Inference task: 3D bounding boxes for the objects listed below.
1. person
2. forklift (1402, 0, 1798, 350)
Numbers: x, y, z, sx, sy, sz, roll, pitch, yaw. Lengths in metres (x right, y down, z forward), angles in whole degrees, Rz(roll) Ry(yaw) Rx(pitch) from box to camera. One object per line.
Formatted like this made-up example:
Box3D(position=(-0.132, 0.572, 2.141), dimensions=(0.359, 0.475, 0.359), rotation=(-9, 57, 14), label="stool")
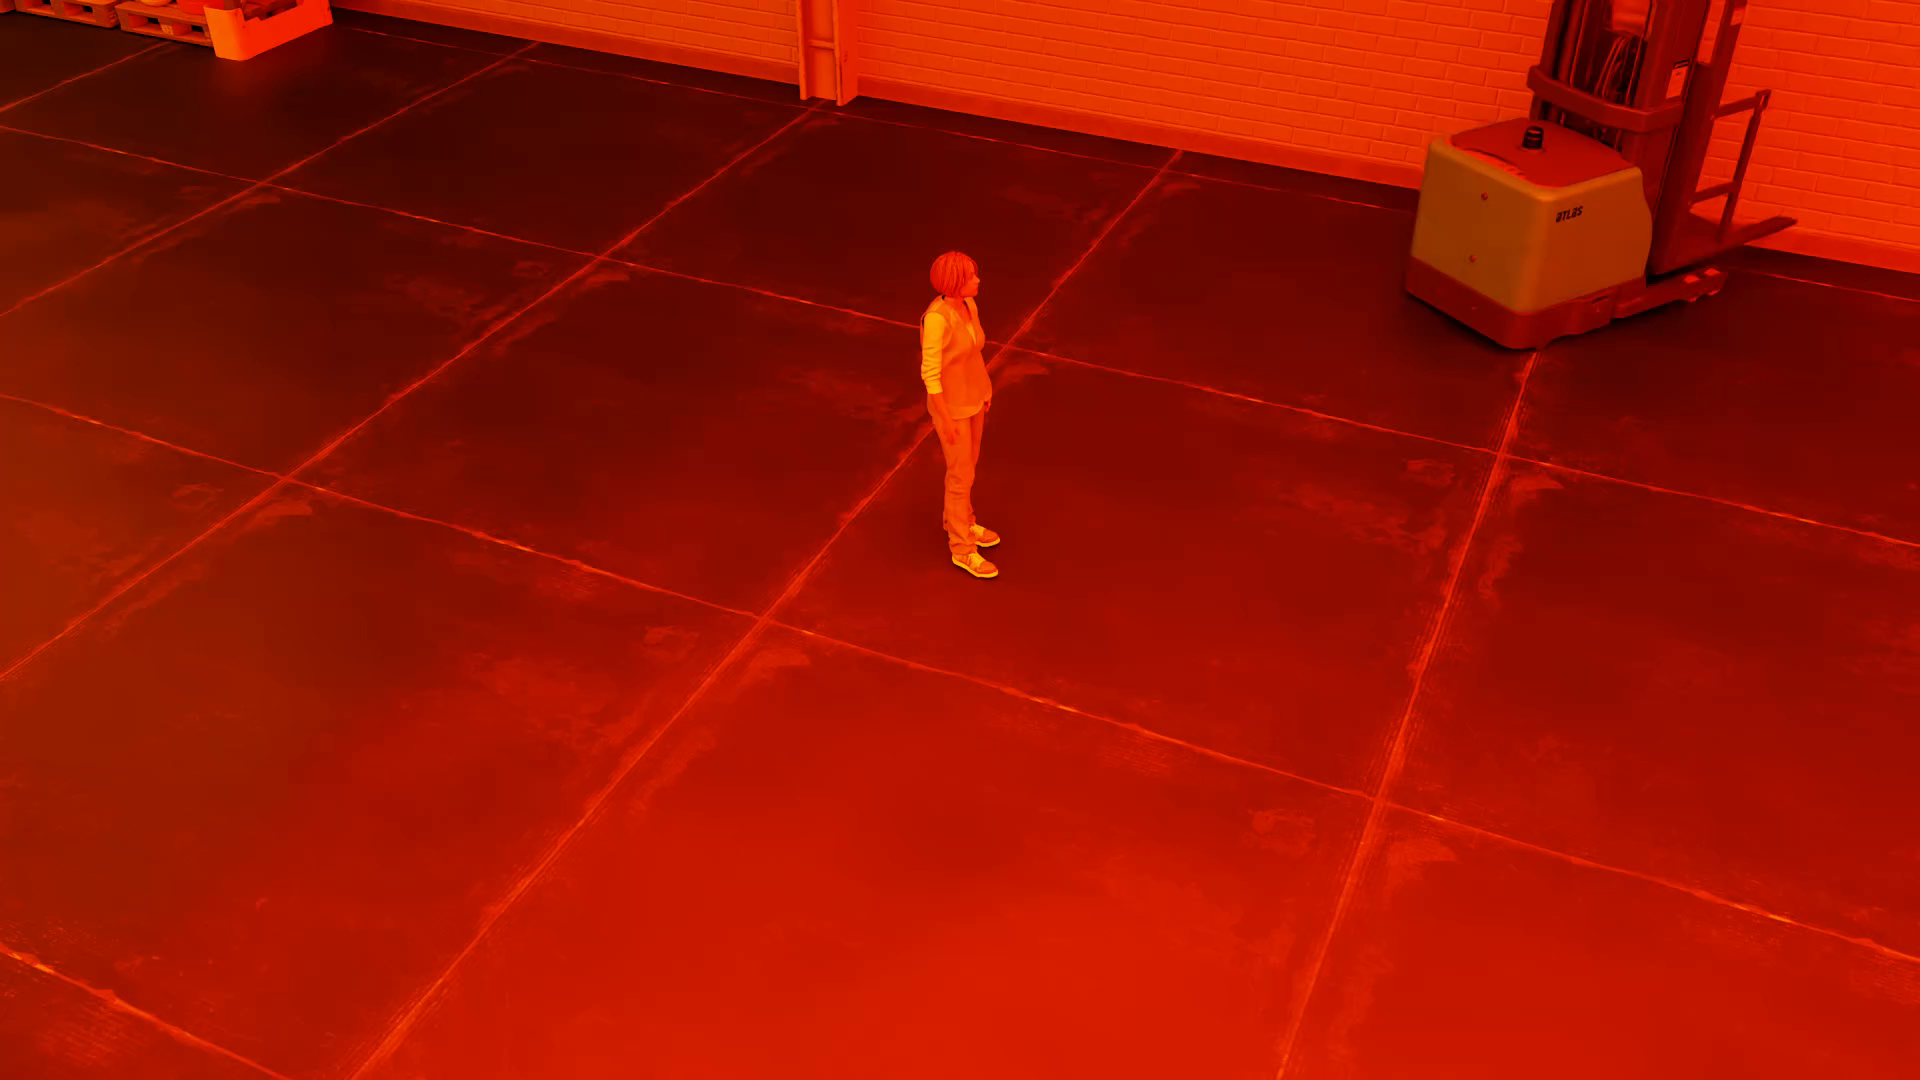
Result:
Box3D(position=(0.061, -0.631, 8.107), dimensions=(0.475, 1.597, 0.520), rotation=(15, 38, 20), label="person")
Box3D(position=(4.398, -2.980, 10.265), dimensions=(3.031, 2.935, 1.130), rotation=(-19, 40, -24), label="forklift")
